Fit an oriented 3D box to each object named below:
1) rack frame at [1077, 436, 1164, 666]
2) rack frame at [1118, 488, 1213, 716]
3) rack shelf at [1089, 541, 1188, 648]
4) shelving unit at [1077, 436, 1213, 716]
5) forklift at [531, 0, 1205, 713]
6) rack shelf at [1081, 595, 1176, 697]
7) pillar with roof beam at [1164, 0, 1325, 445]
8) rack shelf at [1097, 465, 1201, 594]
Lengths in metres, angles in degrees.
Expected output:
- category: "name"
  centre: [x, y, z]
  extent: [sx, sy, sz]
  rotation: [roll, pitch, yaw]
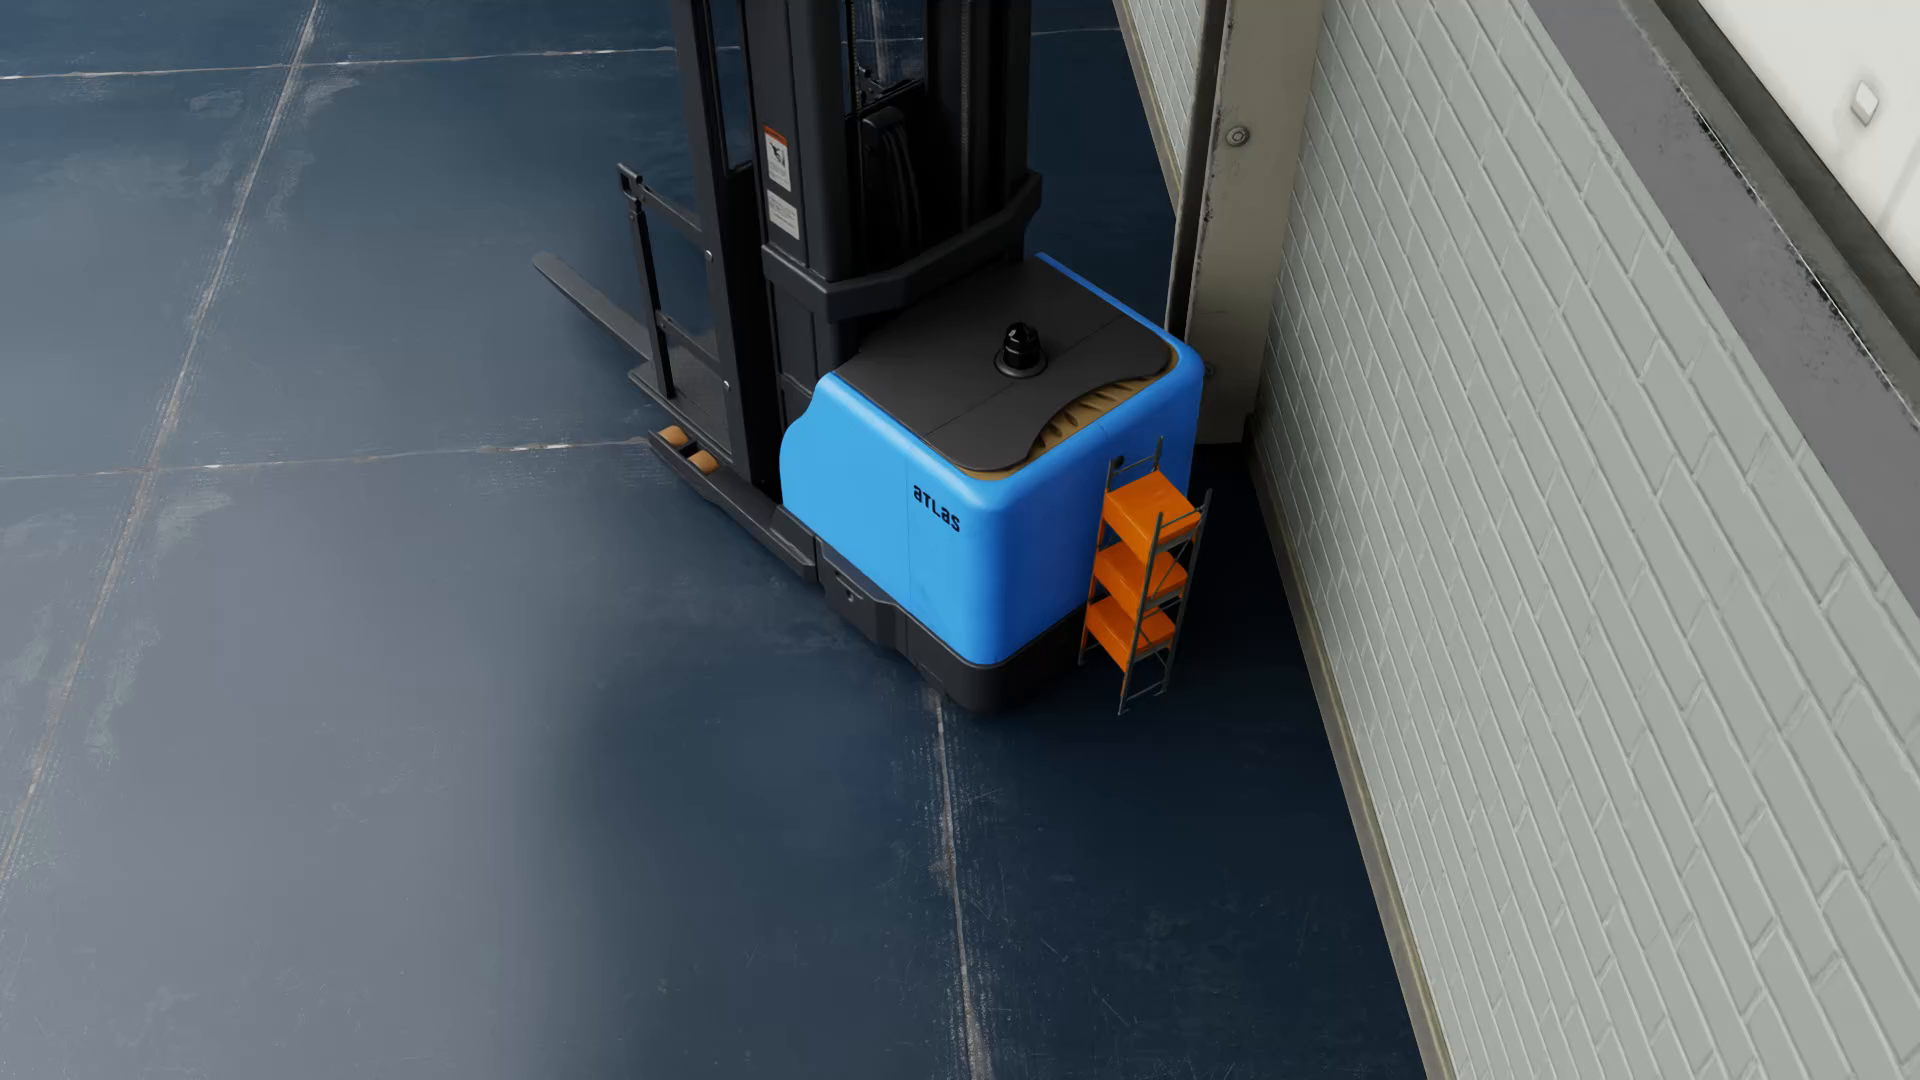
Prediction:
- category: "rack frame"
  centre: [0.517, 0.062, 5.446]
  extent: [0.200, 1.050, 0.008]
  rotation: [-25, 55, -22]
- category: "rack frame"
  centre: [0.647, 0.223, 5.317]
  extent: [0.200, 1.050, 0.008]
  rotation: [-25, 55, -22]
- category: "rack shelf"
  centre: [0.581, 0.149, 5.389]
  extent: [0.215, 0.259, 0.240]
  rotation: [-25, 55, -22]
- category: "shelving unit"
  centre: [0.582, 0.142, 5.381]
  extent: [0.215, 1.050, 0.252]
  rotation: [-25, 55, -22]
- category: "forklift"
  centre: [-0.560, -1.410, 5.567]
  extent: [1.130, 2.935, 3.031]
  rotation: [-34, 55, -28]
- category: "rack shelf"
  centre: [0.571, 0.328, 5.602]
  extent: [0.215, 0.259, 0.240]
  rotation: [-25, 55, -22]
- category: "pillar with roof beam"
  centre: [-3.302, -3.361, 3.235]
  extent: [9.100, 9.000, 0.400]
  rotation: [-3, 47, -3]
- category: "rack shelf"
  centre: [0.592, -0.033, 5.172]
  extent: [0.215, 0.259, 0.240]
  rotation: [-25, 55, -22]
